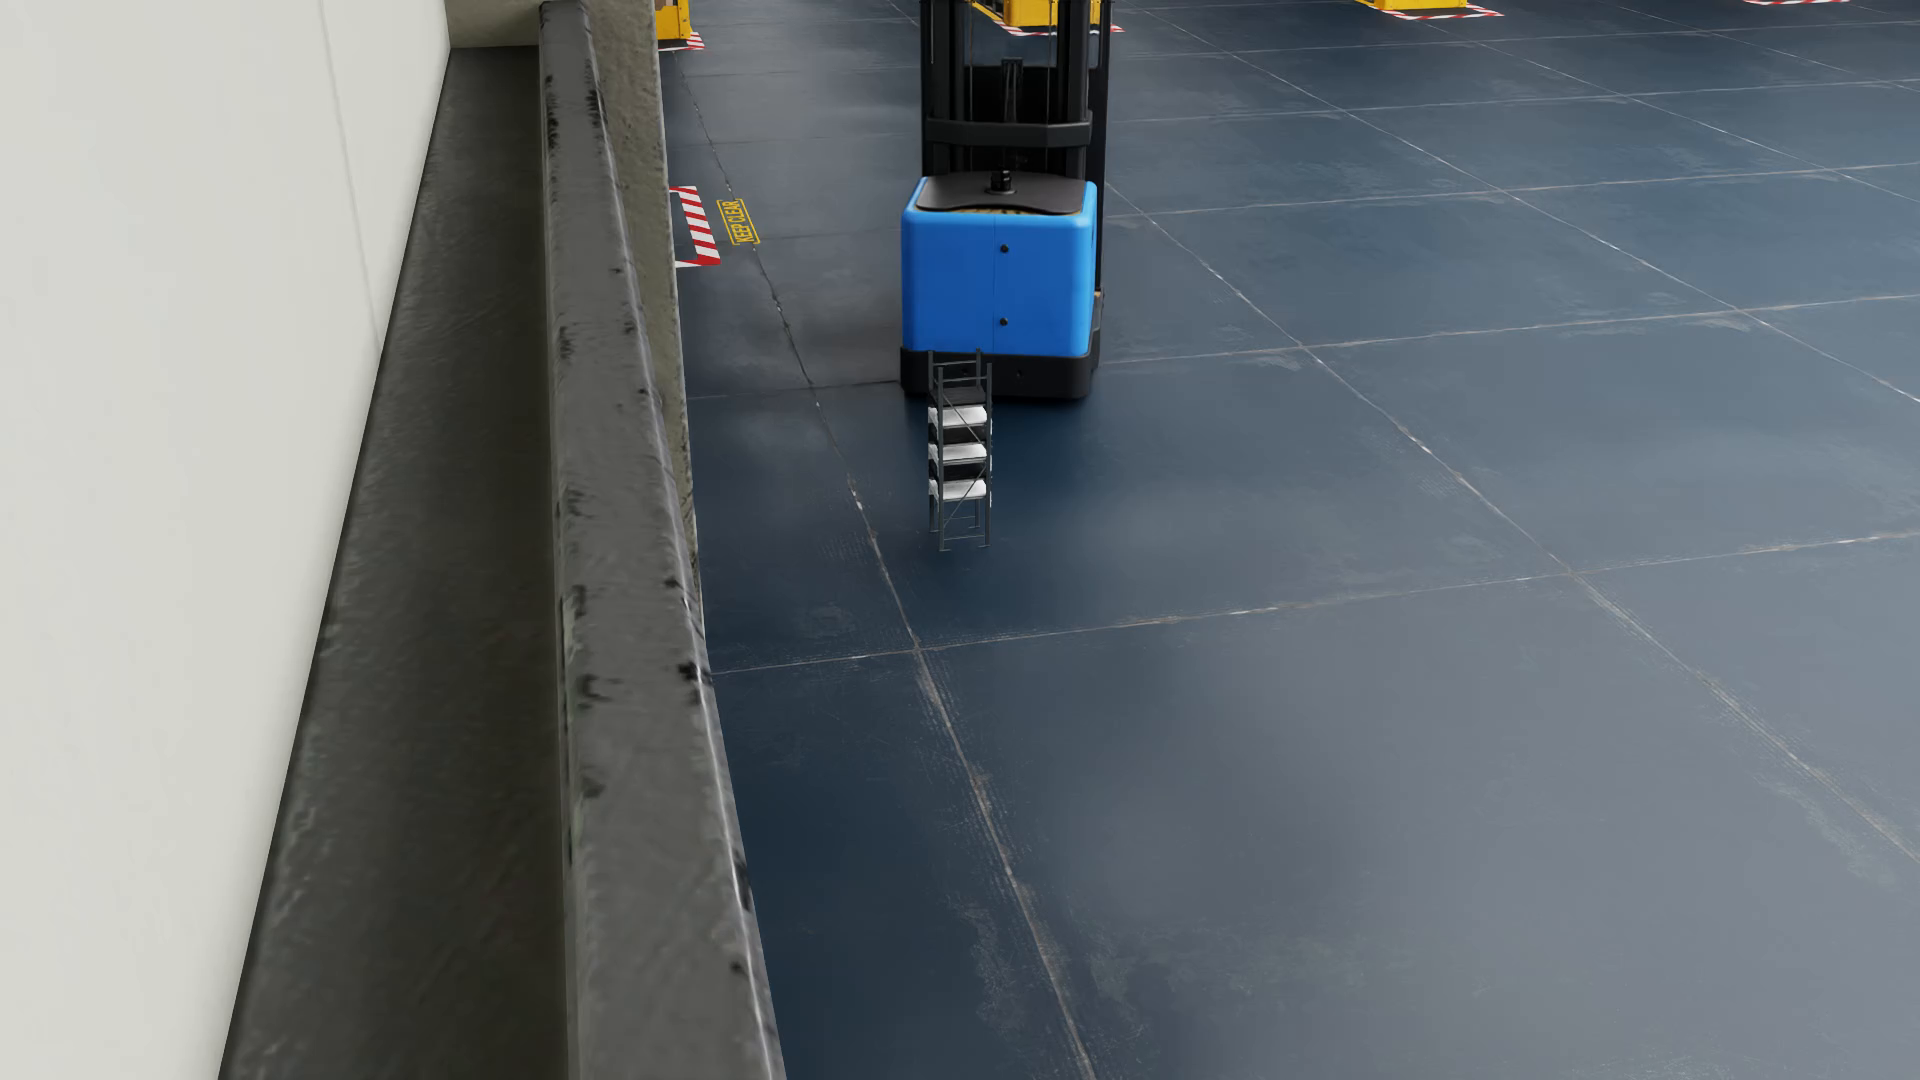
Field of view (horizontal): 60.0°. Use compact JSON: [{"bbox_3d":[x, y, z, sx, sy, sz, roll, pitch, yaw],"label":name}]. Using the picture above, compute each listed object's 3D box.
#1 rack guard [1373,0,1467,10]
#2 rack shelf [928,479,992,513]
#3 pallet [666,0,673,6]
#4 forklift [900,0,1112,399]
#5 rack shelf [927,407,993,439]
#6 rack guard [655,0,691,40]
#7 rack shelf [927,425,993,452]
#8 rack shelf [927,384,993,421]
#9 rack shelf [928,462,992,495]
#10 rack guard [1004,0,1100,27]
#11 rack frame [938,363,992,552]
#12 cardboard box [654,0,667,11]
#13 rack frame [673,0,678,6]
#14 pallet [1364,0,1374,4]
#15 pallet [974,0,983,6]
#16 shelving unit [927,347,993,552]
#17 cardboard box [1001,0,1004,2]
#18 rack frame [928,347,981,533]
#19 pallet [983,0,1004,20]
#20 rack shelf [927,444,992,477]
[{"bbox_3d":[5.884,-7.051,21.164,1.175,0.500,0.348,-6,27,-12],"label":"rack guard"},{"bbox_3d":[-0.002,-0.215,7.650,0.258,0.077,0.200,-6,27,-12],"label":"rack shelf"},{"bbox_3d":[-3.871,-6.281,19.959,1.003,0.211,1.213,-6,27,-12],"label":"pallet"},{"bbox_3d":[0.344,-2.718,9.882,1.130,2.935,3.031,3,27,6],"label":"forklift"},{"bbox_3d":[-0.002,-0.536,7.488,0.258,0.077,0.200,-6,27,-12],"label":"rack shelf"},{"bbox_3d":[-3.723,-6.049,19.181,1.175,0.500,0.348,-6,27,-12],"label":"rack guard"},{"bbox_3d":[-0.002,-0.456,7.529,0.258,0.077,0.200,-6,27,-12],"label":"rack shelf"},{"bbox_3d":[-0.002,-0.617,7.448,0.258,0.077,0.200,-6,27,-12],"label":"rack shelf"},{"bbox_3d":[-0.002,-0.295,7.610,0.258,0.077,0.200,-6,27,-12],"label":"rack shelf"},{"bbox_3d":[1.125,-6.510,20.093,1.175,0.500,0.348,-6,27,-12],"label":"rack guard"},{"bbox_3d":[0.021,-0.361,7.466,0.240,0.900,0.006,-6,27,-12],"label":"rack frame"},{"bbox_3d":[-3.774,-6.441,19.678,0.500,0.311,0.500,-9,28,-17],"label":"cardboard box"},{"bbox_3d":[-3.706,-7.132,18.551,1.000,3.000,0.127,-6,27,-12],"label":"rack frame"},{"bbox_3d":[5.706,-7.279,21.937,1.003,0.211,1.213,-6,27,-12],"label":"pallet"},{"bbox_3d":[0.635,-7.258,21.895,1.003,0.211,1.213,-6,27,-12],"label":"pallet"},{"bbox_3d":[-0.002,-0.405,7.554,0.258,0.900,0.210,-6,27,-12],"label":"shelving unit"},{"bbox_3d":[0.711,-6.802,20.483,0.500,0.250,0.500,-6,27,-12],"label":"cardboard box"},{"bbox_3d":[-0.025,-0.450,7.643,0.240,0.900,0.006,-6,27,-12],"label":"rack frame"},{"bbox_3d":[0.907,-6.723,20.836,1.003,0.211,1.213,-6,27,-12],"label":"pallet"},{"bbox_3d":[-0.002,-0.376,7.569,0.258,0.077,0.200,-6,27,-12],"label":"rack shelf"}]
